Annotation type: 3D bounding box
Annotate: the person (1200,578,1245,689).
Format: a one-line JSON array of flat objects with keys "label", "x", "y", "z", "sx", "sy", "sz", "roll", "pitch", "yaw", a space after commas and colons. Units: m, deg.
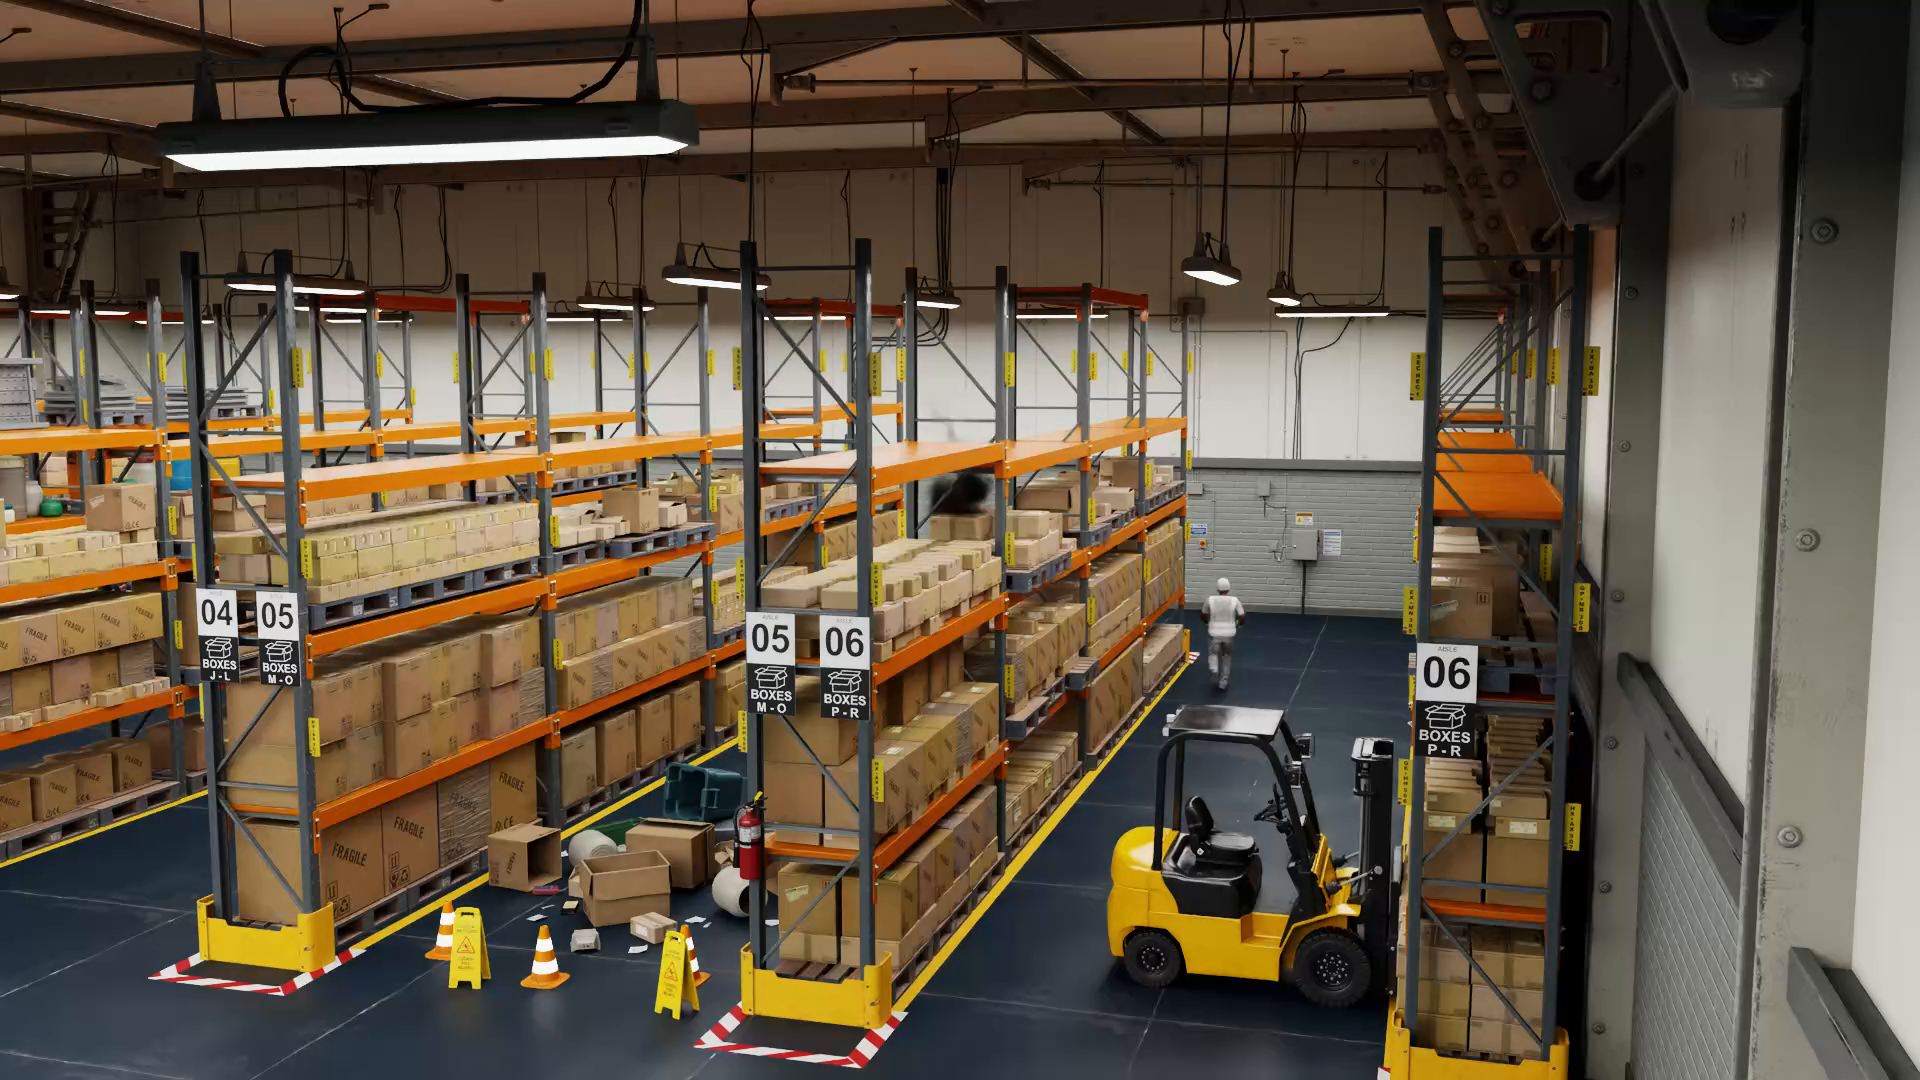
[{"label": "person", "x": 4.040, "y": 1.445, "z": 25.586, "sx": 0.682, "sy": 1.732, "sz": 0.634, "roll": 1, "pitch": 6, "yaw": 9}]
